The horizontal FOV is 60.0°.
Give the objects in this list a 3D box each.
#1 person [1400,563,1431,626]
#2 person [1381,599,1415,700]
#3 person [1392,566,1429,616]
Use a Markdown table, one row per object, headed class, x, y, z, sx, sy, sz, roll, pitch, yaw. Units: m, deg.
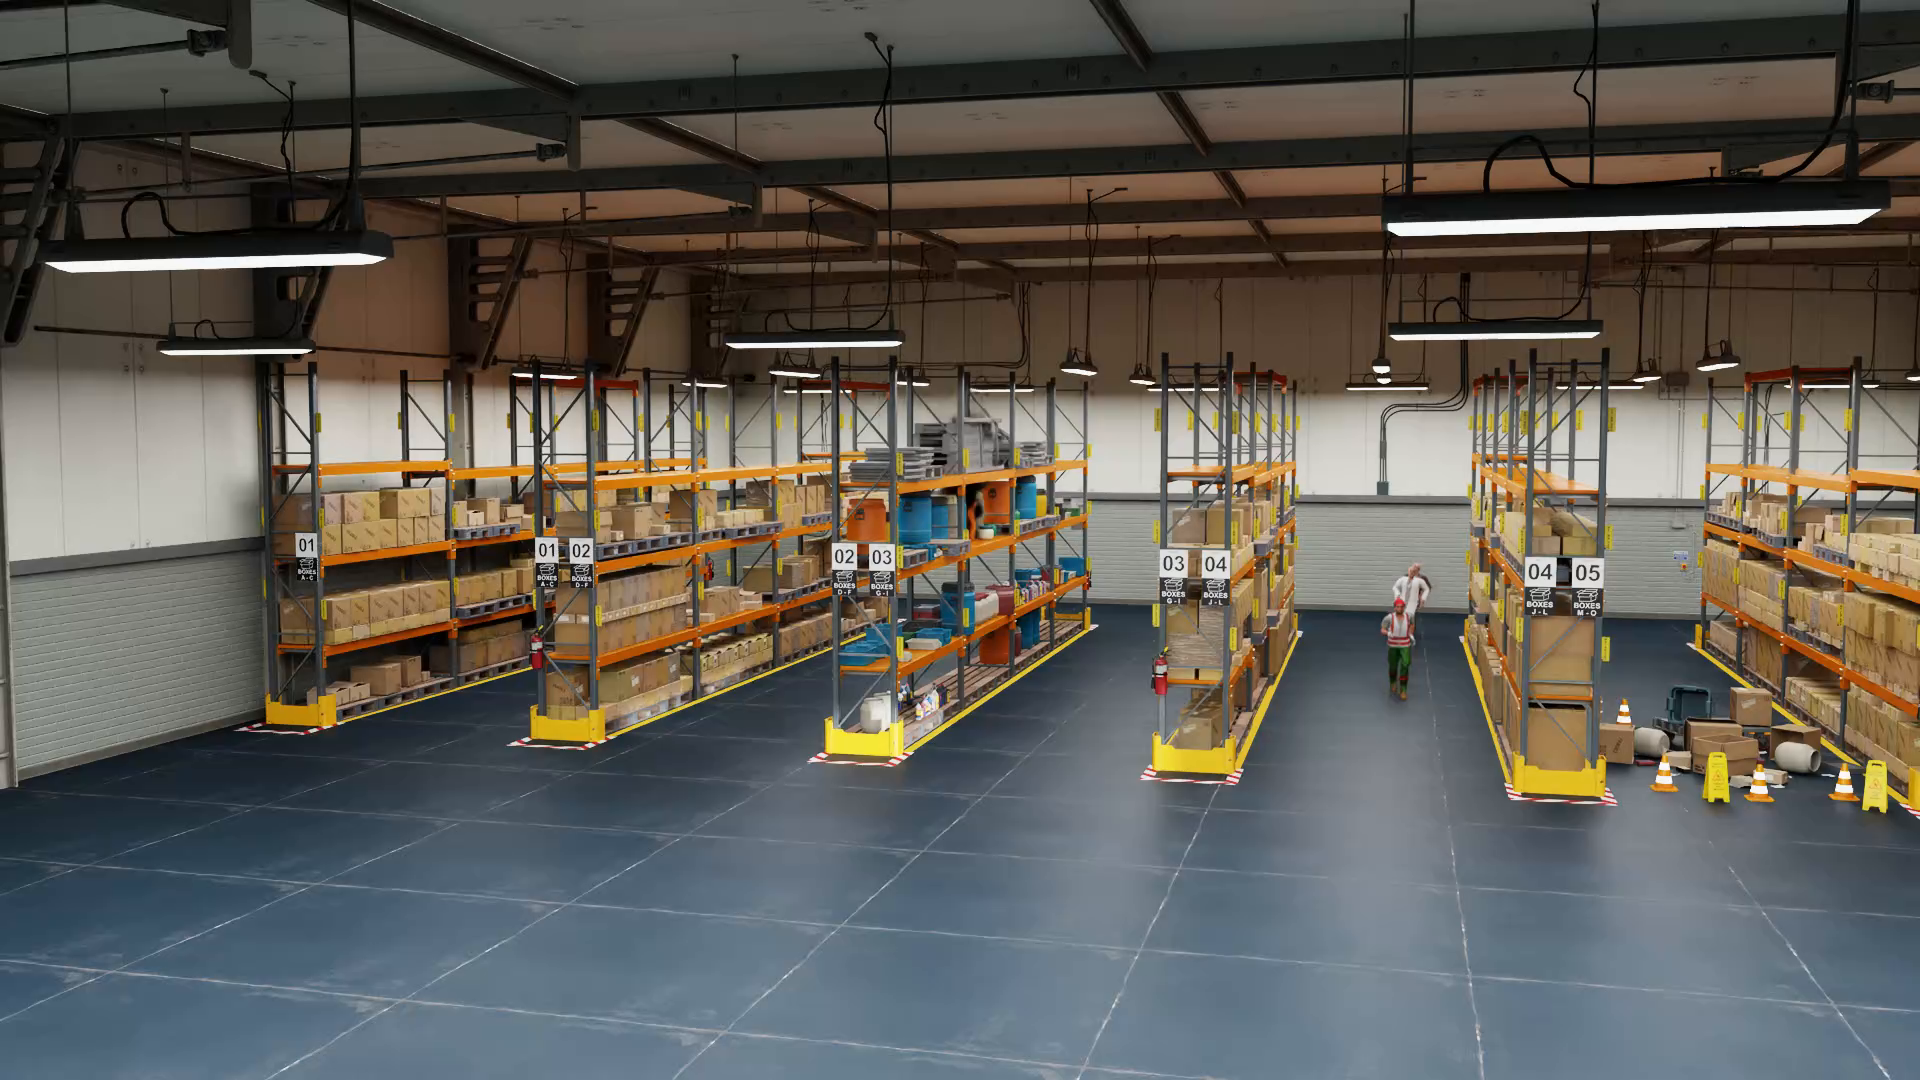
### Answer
| class | x | y | z | sx | sy | sz | roll | pitch | yaw |
| --- | --- | --- | --- | --- | --- | --- | --- | --- | --- |
| person | 10.518 | 1.406 | 38.624 | 0.778 | 1.742 | 0.877 | 4 | 6 | 44 |
| person | 7.998 | 1.957 | 30.362 | 0.613 | 1.802 | 0.952 | 1 | 4 | 12 |
| person | 10.175 | 1.494 | 37.654 | 0.769 | 1.805 | 0.743 | 3 | 5 | 34 |
